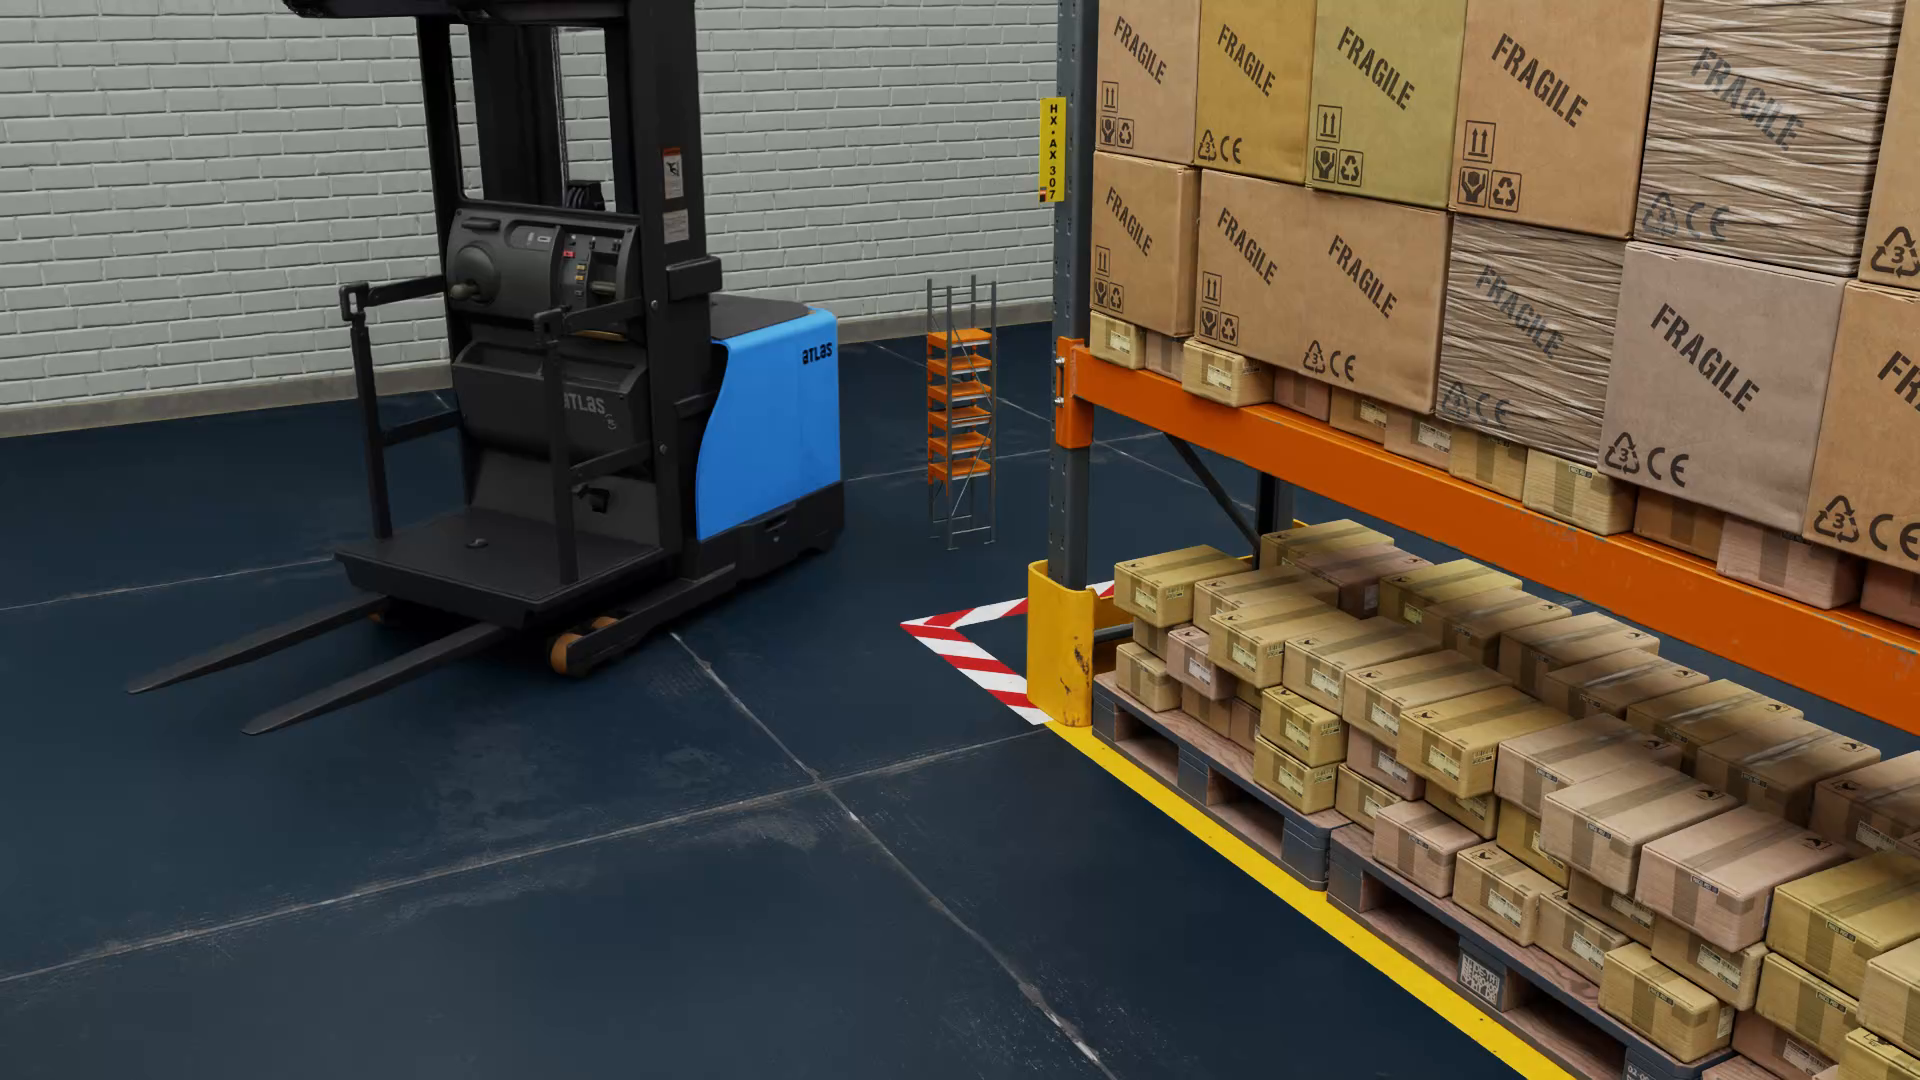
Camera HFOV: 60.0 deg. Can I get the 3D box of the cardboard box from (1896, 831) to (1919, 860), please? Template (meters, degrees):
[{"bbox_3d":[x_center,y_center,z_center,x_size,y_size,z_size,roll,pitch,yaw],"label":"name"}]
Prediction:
[{"bbox_3d":[2.308,0.738,3.709,0.380,0.149,0.250,-11,22,-28],"label":"cardboard box"}]

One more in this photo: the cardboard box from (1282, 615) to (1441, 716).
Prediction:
[{"bbox_3d":[1.160,0.359,4.807,0.380,0.149,0.250,-11,22,-29],"label":"cardboard box"}]

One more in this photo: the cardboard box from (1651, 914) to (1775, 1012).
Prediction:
[{"bbox_3d":[1.793,0.885,3.737,0.380,0.149,0.250,-9,21,-25],"label":"cardboard box"}]

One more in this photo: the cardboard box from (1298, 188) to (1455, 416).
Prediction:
[{"bbox_3d":[1.244,-0.647,4.298,0.500,0.500,0.500,-10,21,-26],"label":"cardboard box"}]

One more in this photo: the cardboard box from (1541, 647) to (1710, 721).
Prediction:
[{"bbox_3d":[1.825,0.439,4.576,0.380,0.149,0.250,-11,22,-28],"label":"cardboard box"}]

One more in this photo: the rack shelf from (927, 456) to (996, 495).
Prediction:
[{"bbox_3d":[0.007,-0.294,7.516,0.258,0.103,0.180,-10,21,-27],"label":"rack shelf"}]

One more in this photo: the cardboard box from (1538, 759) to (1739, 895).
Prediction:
[{"bbox_3d":[1.593,0.668,3.910,0.380,0.149,0.250,-11,22,-29],"label":"cardboard box"}]

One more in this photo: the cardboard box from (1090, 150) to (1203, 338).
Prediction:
[{"bbox_3d":[0.746,-0.939,5.145,0.500,0.500,0.500,-9,21,-24],"label":"cardboard box"}]

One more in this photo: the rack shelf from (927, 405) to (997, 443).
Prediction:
[{"bbox_3d":[0.007,-0.521,7.438,0.258,0.103,0.180,-10,21,-27],"label":"rack shelf"}]

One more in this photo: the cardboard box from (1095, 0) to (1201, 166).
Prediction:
[{"bbox_3d":[0.756,-1.413,4.987,0.500,0.500,0.500,-10,21,-27],"label":"cardboard box"}]

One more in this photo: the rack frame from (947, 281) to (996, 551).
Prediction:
[{"bbox_3d":[0.050,-0.537,7.348,0.240,1.200,0.006,-10,21,-27],"label":"rack frame"}]

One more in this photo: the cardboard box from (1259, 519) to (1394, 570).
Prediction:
[{"bbox_3d":[1.250,0.058,5.680,0.380,0.149,0.250,-10,21,-26],"label":"cardboard box"}]

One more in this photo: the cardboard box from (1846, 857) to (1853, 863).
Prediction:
[{"bbox_3d":[2.203,0.797,3.995,0.380,0.149,0.250,-9,21,-24],"label":"cardboard box"}]

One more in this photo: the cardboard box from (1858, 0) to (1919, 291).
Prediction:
[{"bbox_3d":[1.964,-0.676,2.849,0.500,0.500,0.500,-11,22,-28],"label":"cardboard box"}]

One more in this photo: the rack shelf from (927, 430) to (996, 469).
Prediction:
[{"bbox_3d":[0.007,-0.408,7.477,0.258,0.103,0.180,-10,21,-27],"label":"rack shelf"}]

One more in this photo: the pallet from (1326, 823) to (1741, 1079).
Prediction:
[{"bbox_3d":[1.742,1.006,4.394,1.003,0.211,1.213,-10,21,-27],"label":"pallet"}]

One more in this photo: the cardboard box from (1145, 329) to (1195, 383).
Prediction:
[{"bbox_3d":[0.799,-0.594,5.138,0.380,0.149,0.250,-9,21,-25],"label":"cardboard box"}]

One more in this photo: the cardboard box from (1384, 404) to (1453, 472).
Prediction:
[{"bbox_3d":[1.323,-0.298,4.282,0.380,0.149,0.250,-10,22,-28],"label":"cardboard box"}]

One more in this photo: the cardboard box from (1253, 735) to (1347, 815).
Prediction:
[{"bbox_3d":[1.088,0.649,4.878,0.380,0.149,0.250,-10,21,-26],"label":"cardboard box"}]

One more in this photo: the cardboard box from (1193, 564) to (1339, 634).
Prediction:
[{"bbox_3d":[0.963,0.209,5.243,0.380,0.149,0.250,-10,21,-26],"label":"cardboard box"}]

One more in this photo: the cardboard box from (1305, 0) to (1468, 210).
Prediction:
[{"bbox_3d":[1.228,-1.117,4.127,0.500,0.500,0.500,-11,22,-28],"label":"cardboard box"}]

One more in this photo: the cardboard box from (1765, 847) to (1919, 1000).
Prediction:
[{"bbox_3d":[1.942,0.807,3.508,0.380,0.149,0.250,-9,21,-25],"label":"cardboard box"}]

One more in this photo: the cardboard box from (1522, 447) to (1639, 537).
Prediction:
[{"bbox_3d":[1.528,-0.139,3.822,0.380,0.149,0.250,-10,21,-26],"label":"cardboard box"}]

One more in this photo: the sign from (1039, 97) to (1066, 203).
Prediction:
[{"bbox_3d":[0.299,-1.248,5.322,0.100,0.325,0.005,-10,21,-27],"label":"sign"}]

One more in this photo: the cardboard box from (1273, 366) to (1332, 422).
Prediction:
[{"bbox_3d":[1.123,-0.455,4.736,0.380,0.149,0.250,-9,21,-24],"label":"cardboard box"}]

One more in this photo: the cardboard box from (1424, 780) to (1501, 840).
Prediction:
[{"bbox_3d":[1.475,0.643,4.440,0.380,0.149,0.250,-9,21,-24],"label":"cardboard box"}]

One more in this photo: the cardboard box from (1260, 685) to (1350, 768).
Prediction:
[{"bbox_3d":[1.100,0.510,4.825,0.380,0.149,0.250,-9,21,-25],"label":"cardboard box"}]

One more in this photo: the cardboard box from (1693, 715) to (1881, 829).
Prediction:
[{"bbox_3d":[2.057,0.587,4.147,0.380,0.149,0.250,-11,22,-29],"label":"cardboard box"}]

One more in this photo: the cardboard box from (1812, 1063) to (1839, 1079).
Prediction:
[{"bbox_3d":[1.957,1.161,3.394,0.380,0.149,0.250,-11,22,-28],"label":"cardboard box"}]

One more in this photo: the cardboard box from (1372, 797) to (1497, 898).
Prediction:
[{"bbox_3d":[1.335,0.793,4.462,0.380,0.149,0.250,-11,22,-29],"label":"cardboard box"}]

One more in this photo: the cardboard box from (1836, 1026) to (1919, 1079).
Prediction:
[{"bbox_3d":[1.964,1.043,3.282,0.380,0.149,0.250,-11,22,-29],"label":"cardboard box"}]

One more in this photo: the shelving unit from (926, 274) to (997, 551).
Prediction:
[{"bbox_3d":[0.007,-0.563,7.424,0.258,1.200,0.189,-10,21,-27],"label":"shelving unit"}]

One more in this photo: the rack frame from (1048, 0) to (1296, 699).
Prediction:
[{"bbox_3d":[0.776,-0.923,5.707,1.000,3.000,0.127,-10,21,-27],"label":"rack frame"}]

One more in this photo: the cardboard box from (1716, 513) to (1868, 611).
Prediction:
[{"bbox_3d":[1.785,0.004,3.406,0.380,0.149,0.250,-11,22,-29],"label":"cardboard box"}]

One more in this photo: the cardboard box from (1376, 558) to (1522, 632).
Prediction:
[{"bbox_3d":[1.554,0.193,5.287,0.380,0.149,0.250,-11,22,-28],"label":"cardboard box"}]

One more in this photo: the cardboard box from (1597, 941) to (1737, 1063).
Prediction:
[{"bbox_3d":[1.698,1.018,3.810,0.380,0.149,0.250,-10,21,-27],"label":"cardboard box"}]

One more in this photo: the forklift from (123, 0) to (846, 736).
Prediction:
[{"bbox_3d":[-1.712,-1.046,6.170,1.130,2.935,3.031,11,22,29],"label":"forklift"}]

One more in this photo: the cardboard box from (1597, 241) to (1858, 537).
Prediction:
[{"bbox_3d":[1.717,-0.350,3.437,0.500,0.500,0.500,-10,21,-27],"label":"cardboard box"}]
